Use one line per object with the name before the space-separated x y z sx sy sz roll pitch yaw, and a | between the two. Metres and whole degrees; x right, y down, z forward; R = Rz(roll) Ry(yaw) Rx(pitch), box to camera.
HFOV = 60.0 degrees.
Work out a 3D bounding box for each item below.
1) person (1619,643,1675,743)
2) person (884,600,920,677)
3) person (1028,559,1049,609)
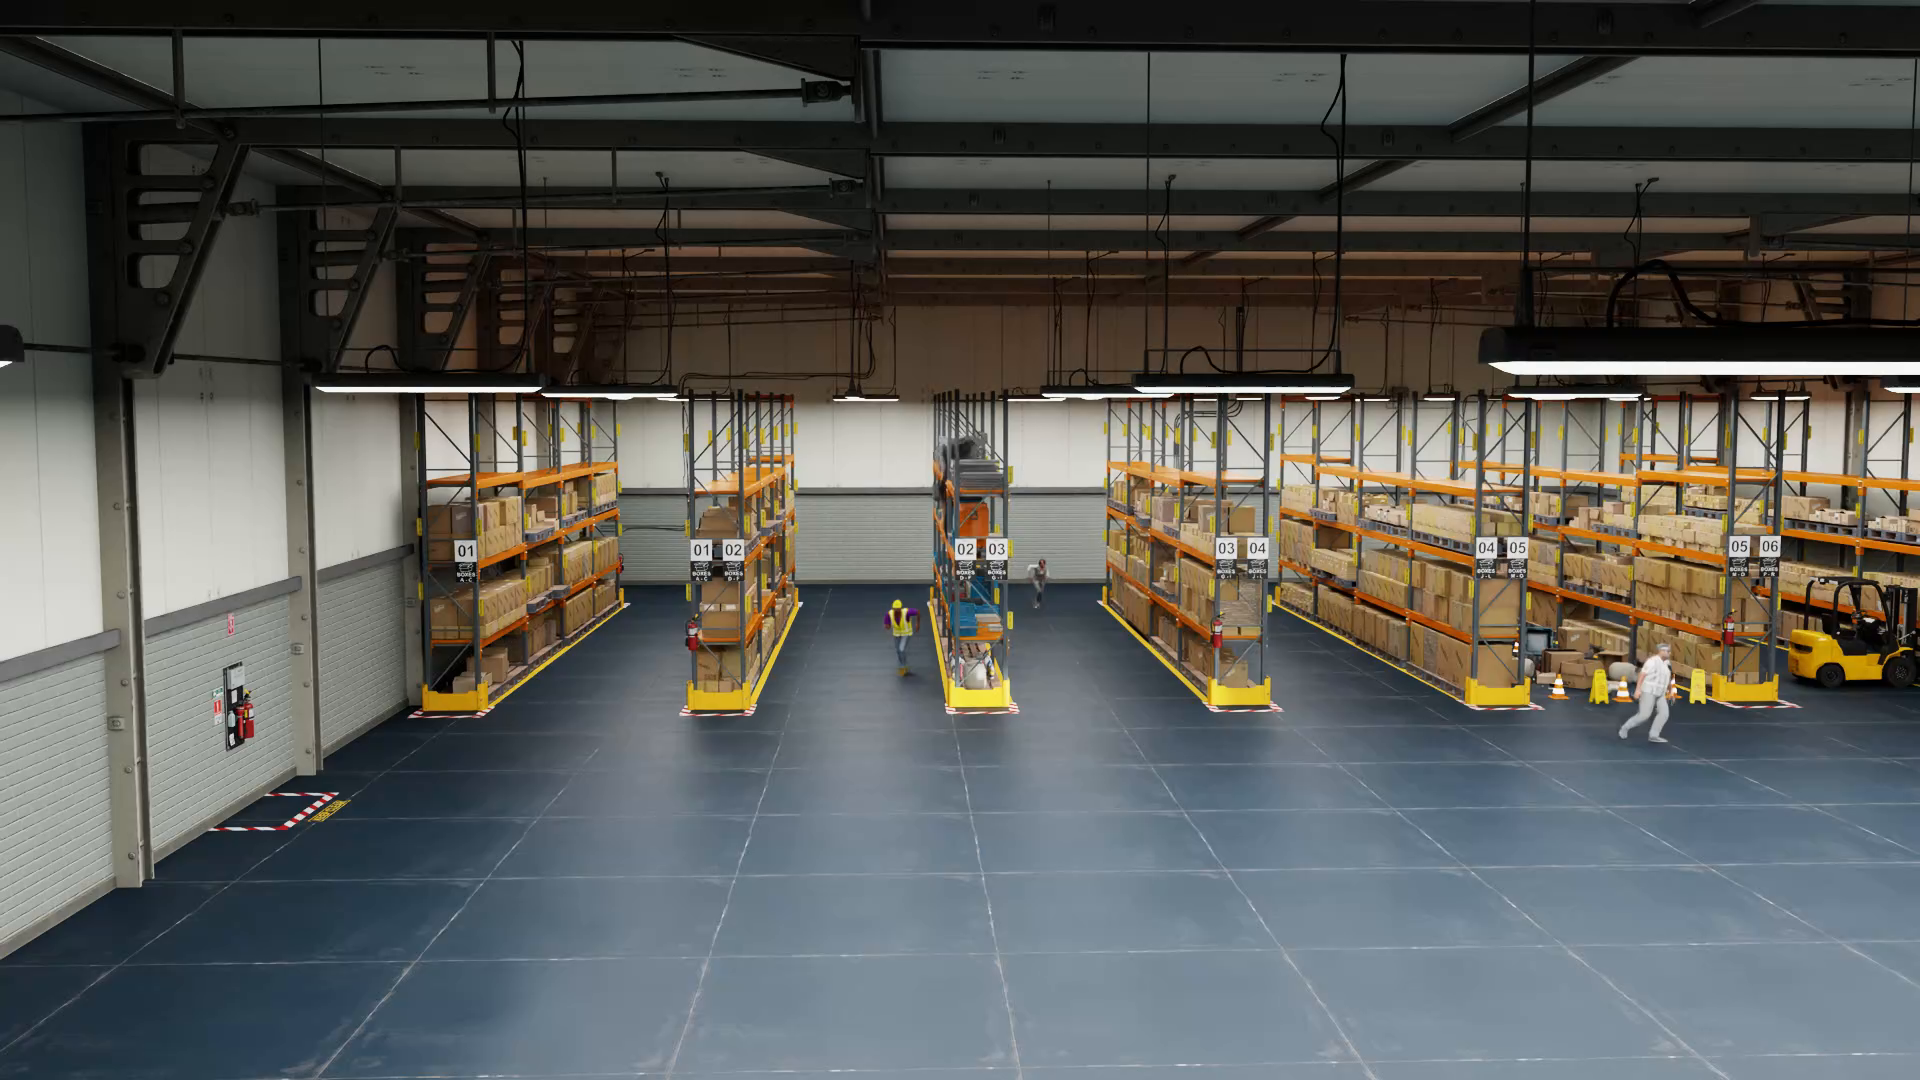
person | 11.676 2.569 28.237 0.743 1.700 0.728 -3 6 -36
person | -1.207 2.065 35.084 0.741 1.675 0.962 1 5 15
person | 2.175 1.219 46.242 0.563 1.445 0.874 -1 5 -16
